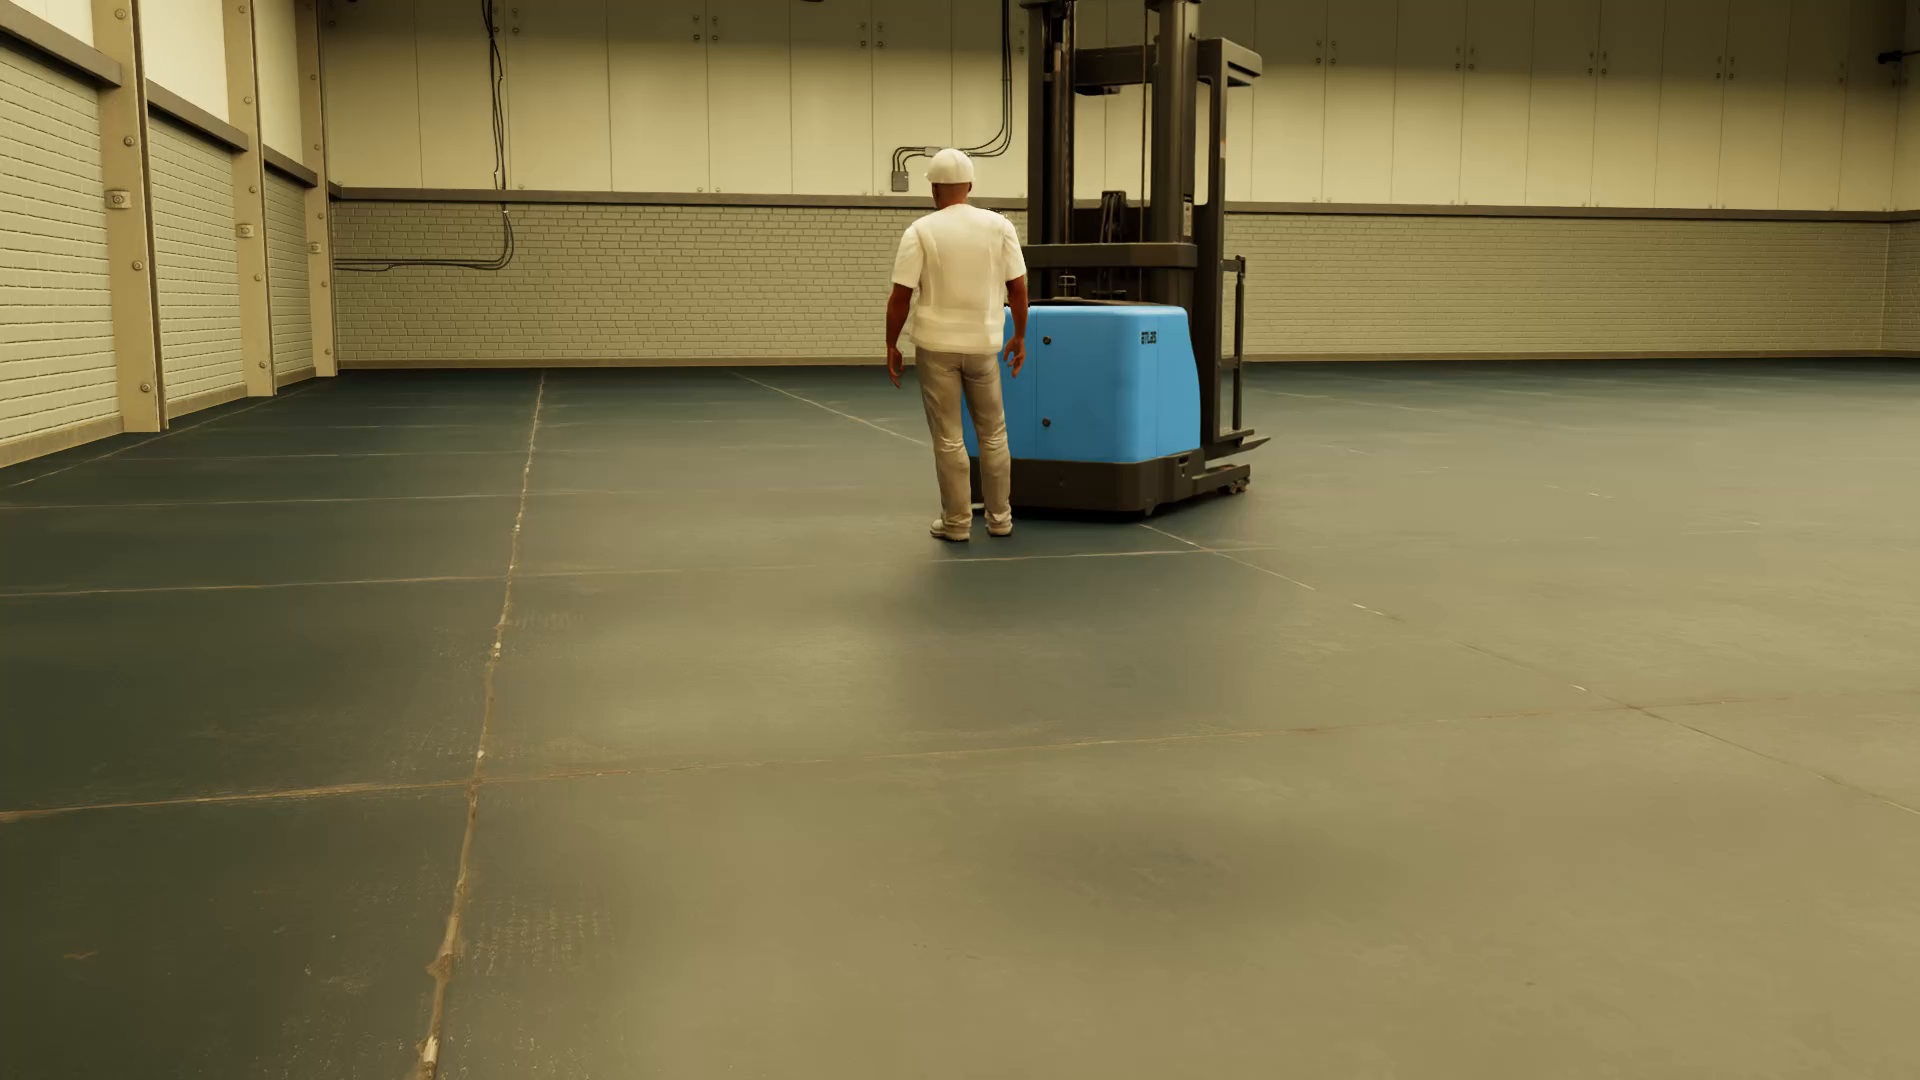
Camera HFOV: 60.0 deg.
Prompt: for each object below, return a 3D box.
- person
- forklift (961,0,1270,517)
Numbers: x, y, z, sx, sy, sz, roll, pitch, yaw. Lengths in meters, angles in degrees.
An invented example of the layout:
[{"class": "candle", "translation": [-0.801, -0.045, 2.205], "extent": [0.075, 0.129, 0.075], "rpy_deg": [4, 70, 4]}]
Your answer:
[{"class": "person", "translation": [-0.027, -0.889, 7.653], "extent": [0.668, 1.765, 0.572], "rpy_deg": [-2, 8, -13]}, {"class": "forklift", "translation": [1.053, -1.735, 9.524], "extent": [1.130, 2.935, 3.031], "rpy_deg": [4, 9, 26]}]
